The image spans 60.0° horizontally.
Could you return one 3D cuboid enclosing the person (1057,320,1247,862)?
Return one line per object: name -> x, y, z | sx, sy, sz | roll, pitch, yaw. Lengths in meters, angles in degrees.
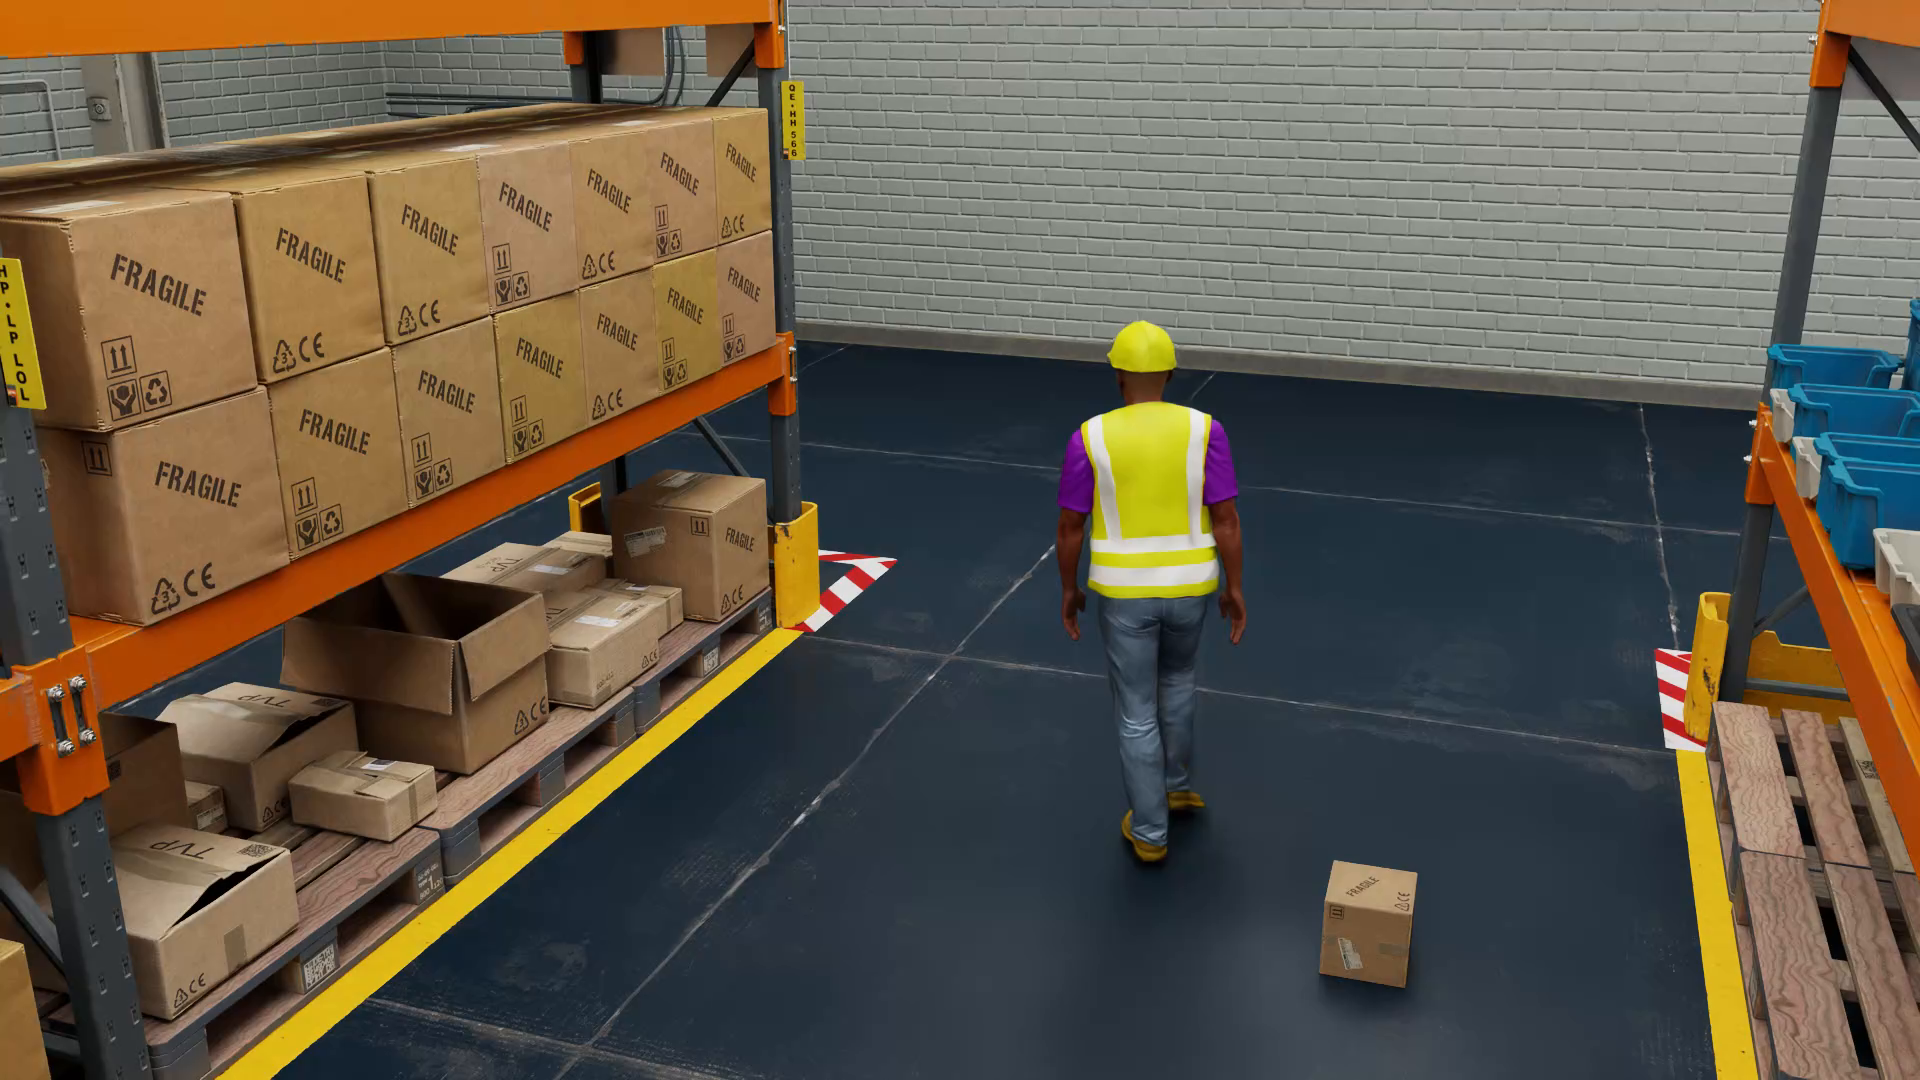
person -> 0.621, 0.178, 5.476 | 0.607, 1.766, 0.553 | -2, 19, -5
